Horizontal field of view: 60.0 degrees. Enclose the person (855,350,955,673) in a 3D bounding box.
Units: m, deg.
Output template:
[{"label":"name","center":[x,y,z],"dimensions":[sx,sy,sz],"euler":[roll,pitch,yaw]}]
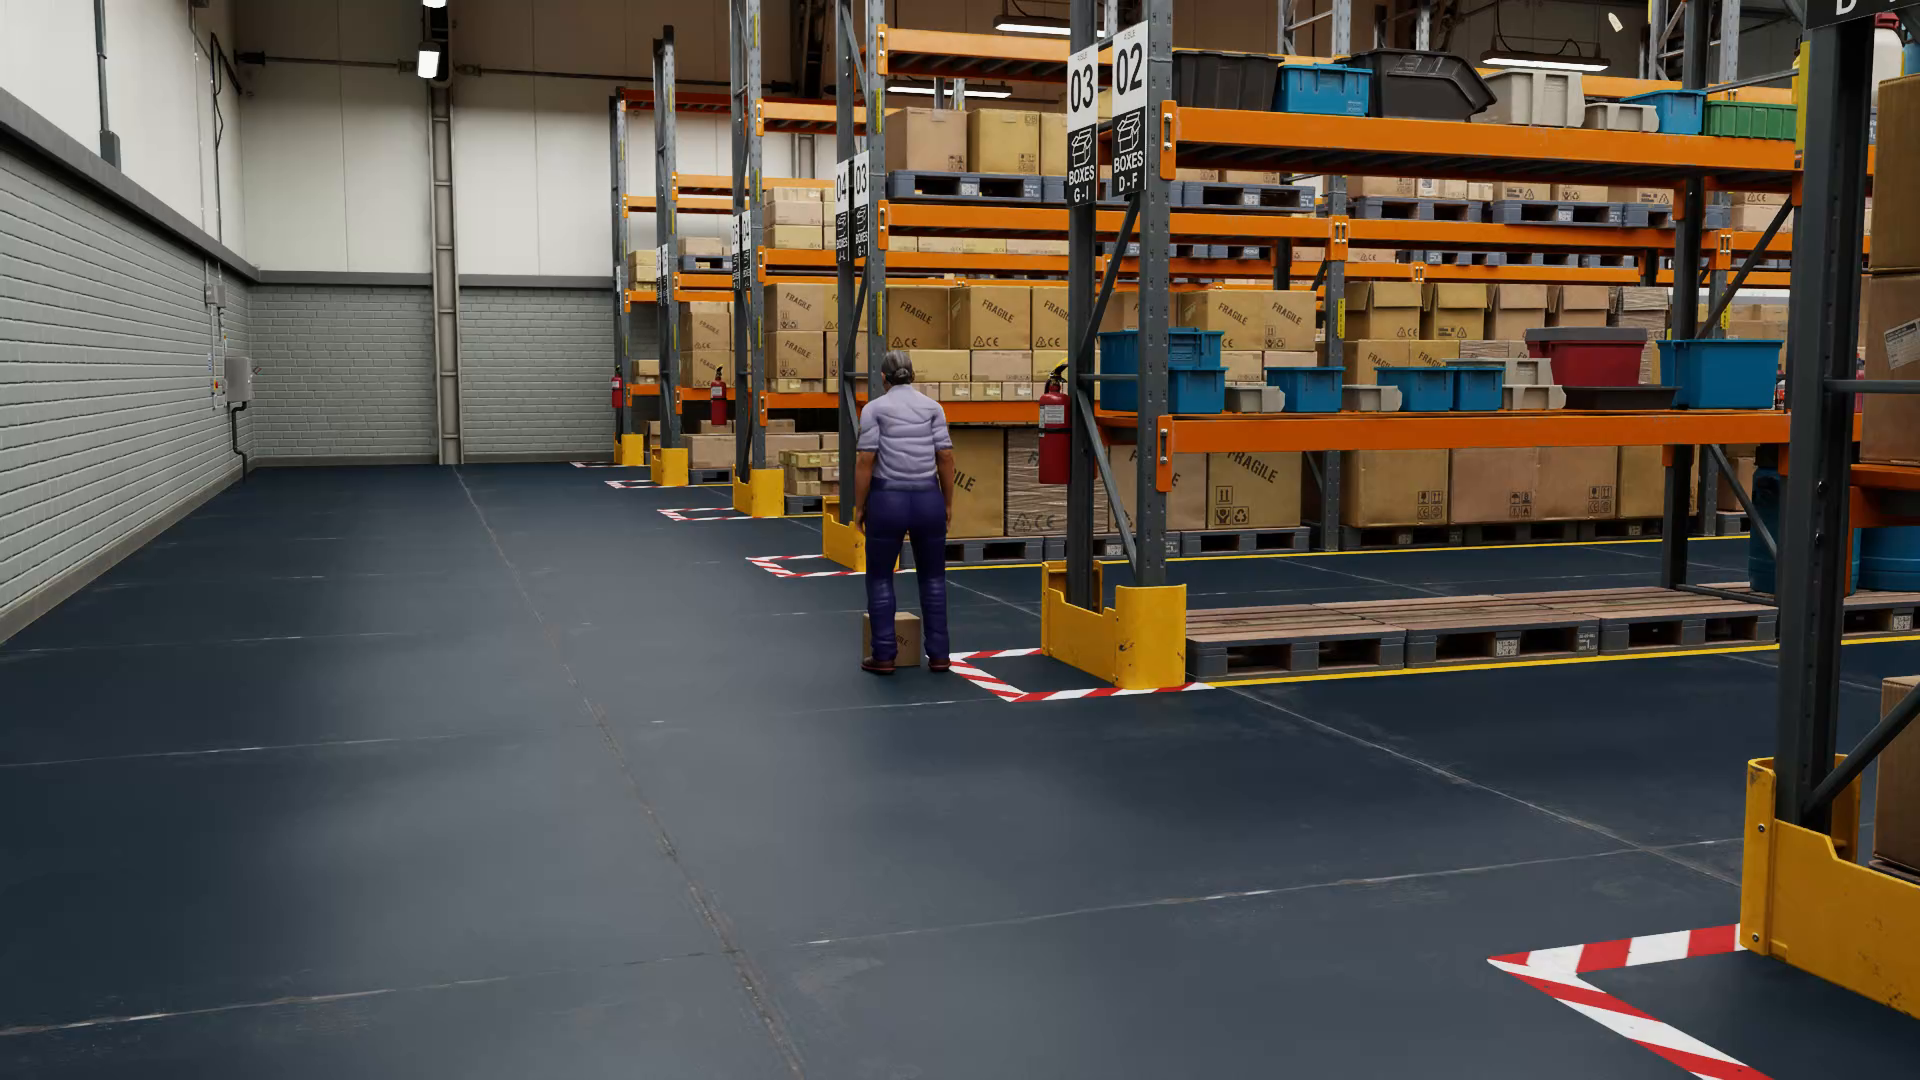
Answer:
[{"label":"person","center":[-0.281,-0.145,8.524],"dimensions":[0.537,1.651,0.373],"euler":[-2,6,-16]}]
